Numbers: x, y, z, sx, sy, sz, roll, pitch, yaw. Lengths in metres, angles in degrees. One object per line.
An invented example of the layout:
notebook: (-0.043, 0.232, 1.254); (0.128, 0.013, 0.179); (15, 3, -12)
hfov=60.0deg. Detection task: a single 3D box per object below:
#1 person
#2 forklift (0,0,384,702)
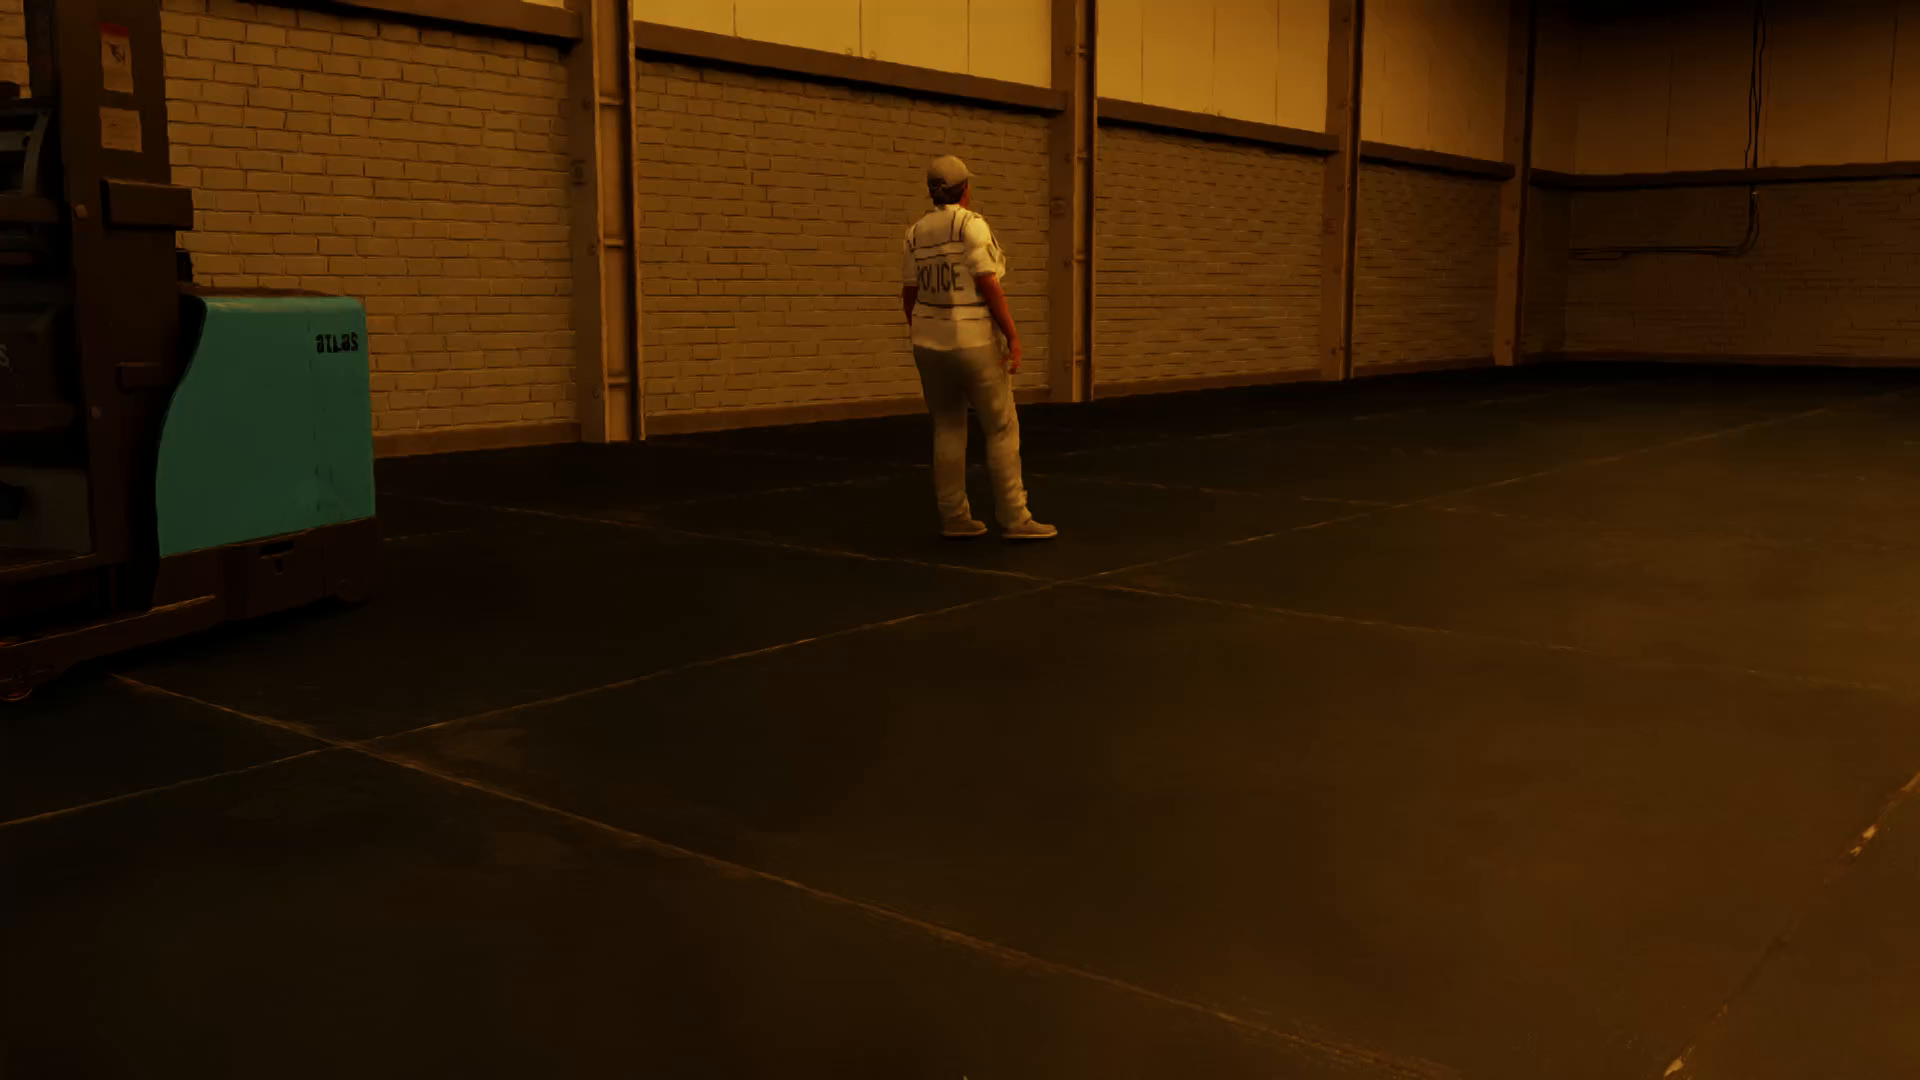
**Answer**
person: (0.066, -0.838, 7.328); (0.598, 1.669, 0.529); (7, 11, 38)
forklift: (-2.999, -1.055, 4.493); (1.130, 2.935, 3.031); (3, 9, 19)
